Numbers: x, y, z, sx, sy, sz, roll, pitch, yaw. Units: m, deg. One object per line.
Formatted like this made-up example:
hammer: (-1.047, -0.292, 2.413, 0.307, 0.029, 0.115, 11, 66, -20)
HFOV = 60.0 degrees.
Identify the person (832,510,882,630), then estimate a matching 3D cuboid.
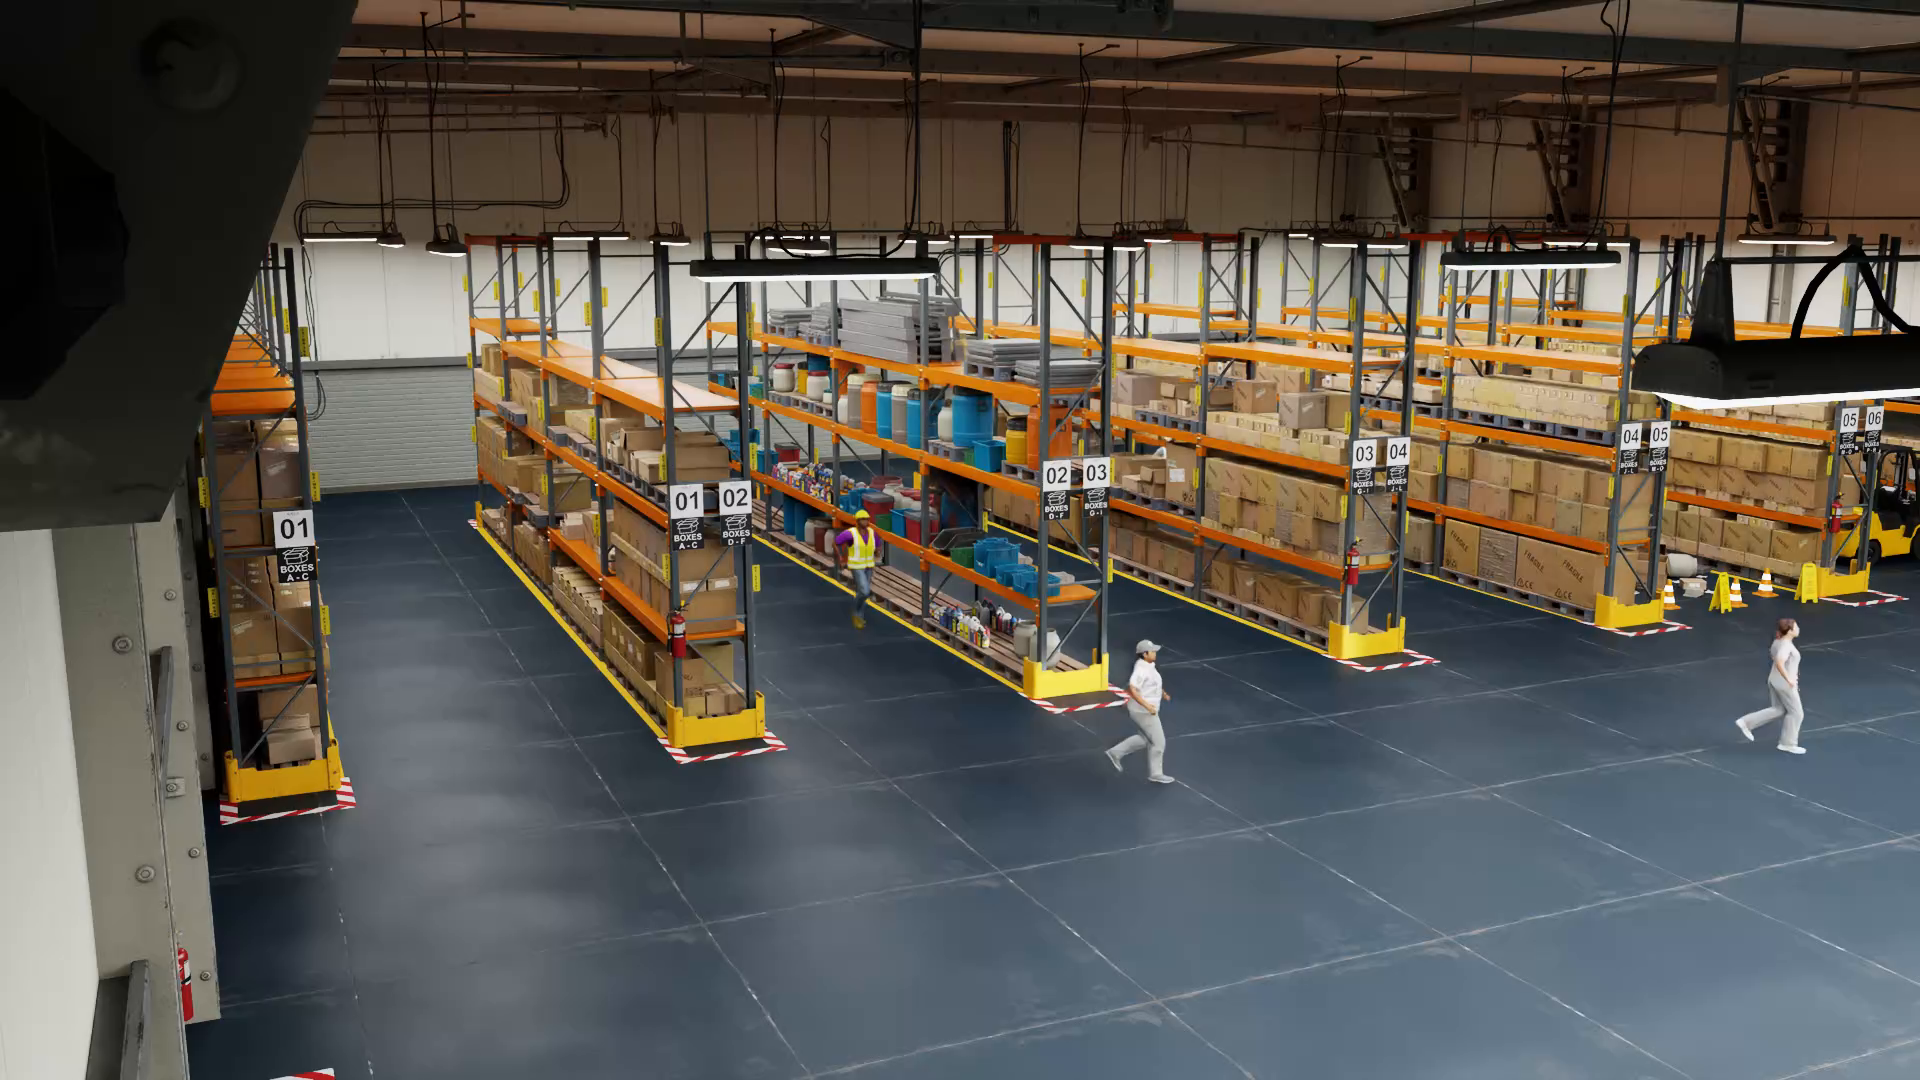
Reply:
person: (-1.449, 0.447, 24.767, 0.692, 1.802, 0.660, -9, 14, -38)

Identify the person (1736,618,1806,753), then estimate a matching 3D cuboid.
person: (9.778, 1.734, 19.921, 0.797, 1.653, 0.583, 2, 11, 8)

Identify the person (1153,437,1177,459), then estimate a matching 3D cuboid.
person: (4.506, -1.399, 35.702, 0.674, 1.731, 0.697, -6, 12, -28)

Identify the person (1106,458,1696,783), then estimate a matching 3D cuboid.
person: (7.818, 0.612, 24.880, 11.032, 1.942, 14.065, 1, 11, 5)
